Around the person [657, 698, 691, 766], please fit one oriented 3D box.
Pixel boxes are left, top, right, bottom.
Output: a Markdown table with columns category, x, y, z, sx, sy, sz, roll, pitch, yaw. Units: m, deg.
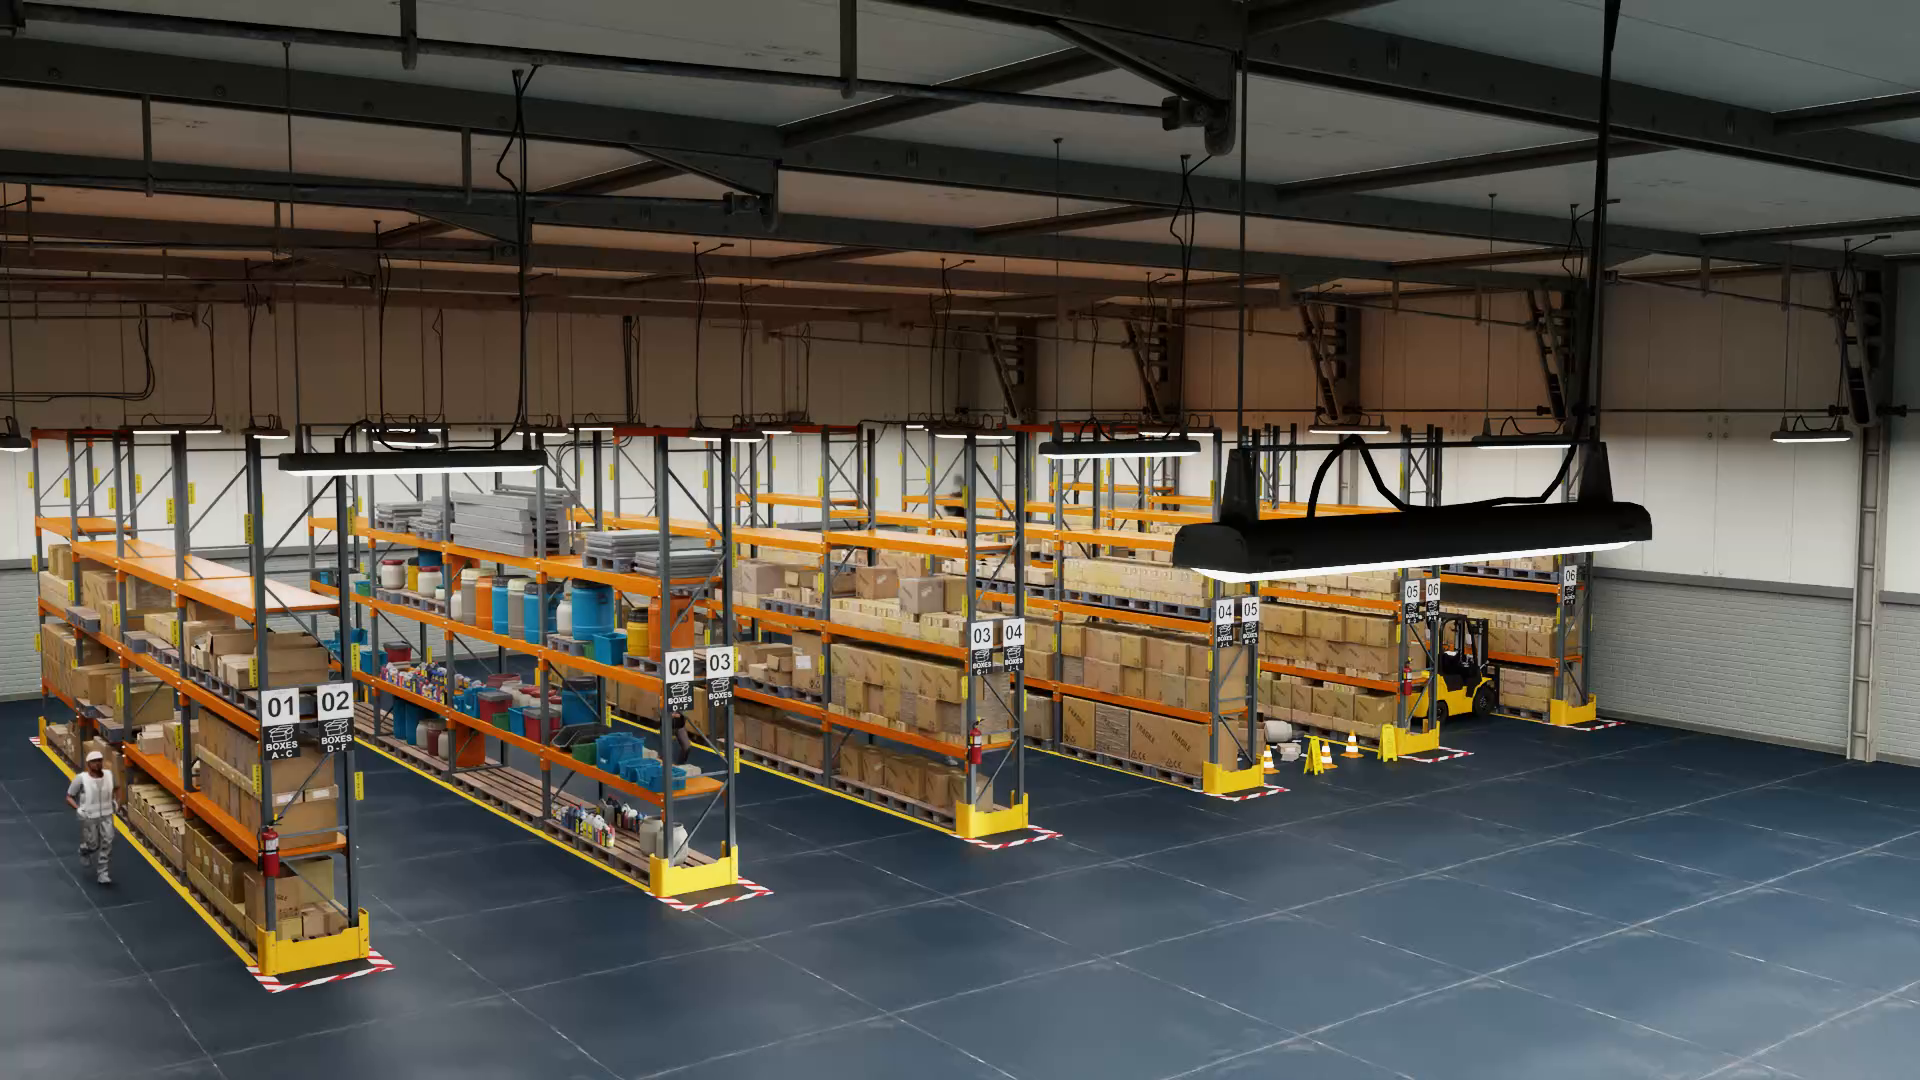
| category | x | y | z | sx | sy | sz | roll | pitch | yaw |
| --- | --- | --- | --- | --- | --- | --- | --- | --- | --- |
| person | -4.900 | 3.252 | 28.441 | 0.635 | 1.770 | 0.756 | -4 | 6 | -42 |

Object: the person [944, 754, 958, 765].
| category | x | y | z | sx | sy | sz | roll | pitch | yaw |
| --- | --- | --- | --- | --- | --- | --- | --- | --- | --- |
| person | -0.180 | 3.181 | 29.662 | 0.612 | 1.643 | 0.553 | -4 | 6 | -44 |

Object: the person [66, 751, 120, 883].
| category | x | y | z | sx | sy | sz | roll | pitch | yaw |
| --- | --- | --- | --- | --- | --- | --- | --- | --- | --- |
| person | -11.588 | 3.705 | 22.329 | 0.804 | 1.755 | 0.702 | 4 | 6 | 42 |
